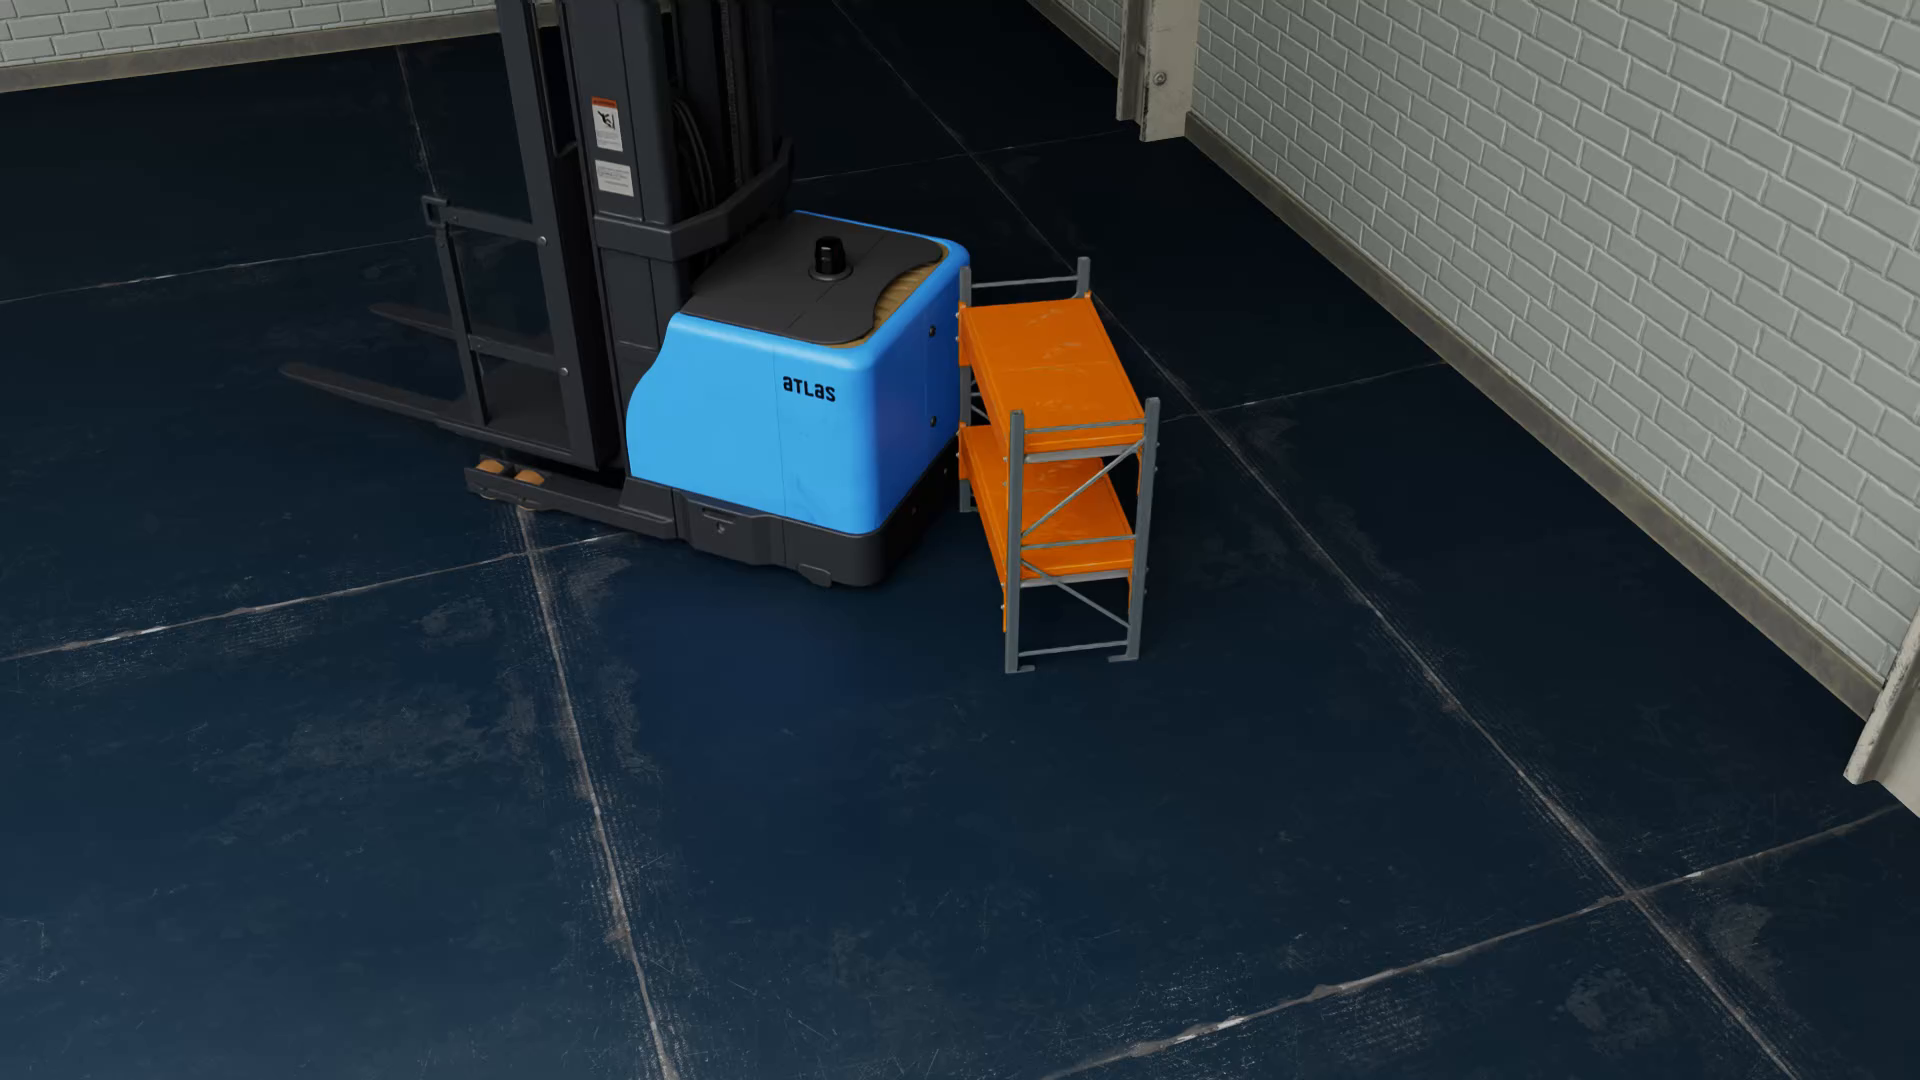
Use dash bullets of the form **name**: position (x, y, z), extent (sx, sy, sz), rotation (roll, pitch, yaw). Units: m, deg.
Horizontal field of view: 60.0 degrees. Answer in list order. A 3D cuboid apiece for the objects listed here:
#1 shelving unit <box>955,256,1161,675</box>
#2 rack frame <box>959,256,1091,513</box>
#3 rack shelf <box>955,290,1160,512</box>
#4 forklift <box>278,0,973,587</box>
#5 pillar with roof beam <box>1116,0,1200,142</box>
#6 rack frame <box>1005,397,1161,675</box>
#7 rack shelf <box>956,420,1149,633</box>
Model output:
- **shelving unit**: position (0.329, -0.292, 6.202), extent (0.538, 1.125, 1.048), rotation (-6, 37, -8)
- **rack frame**: position (0.245, -0.593, 6.603), extent (0.500, 1.125, 0.032), rotation (-6, 37, -8)
- **rack shelf**: position (0.329, -0.526, 6.026), extent (0.538, 0.278, 1.000), rotation (-6, 37, -8)
- **forklift**: position (-1.510, -1.567, 6.395), extent (3.031, 2.935, 1.130), rotation (15, 39, 19)
- **pillar with roof beam**: position (-2.877, -5.213, 6.191), extent (9.100, 9.000, 0.400), rotation (-12, 39, -16)
- **rack frame**: position (0.413, 0.010, 5.802), extent (0.500, 1.125, 0.032), rotation (-6, 37, -8)
- **rack shelf**: position (0.329, -0.096, 6.350), extent (0.538, 0.278, 1.000), rotation (-6, 37, -8)
